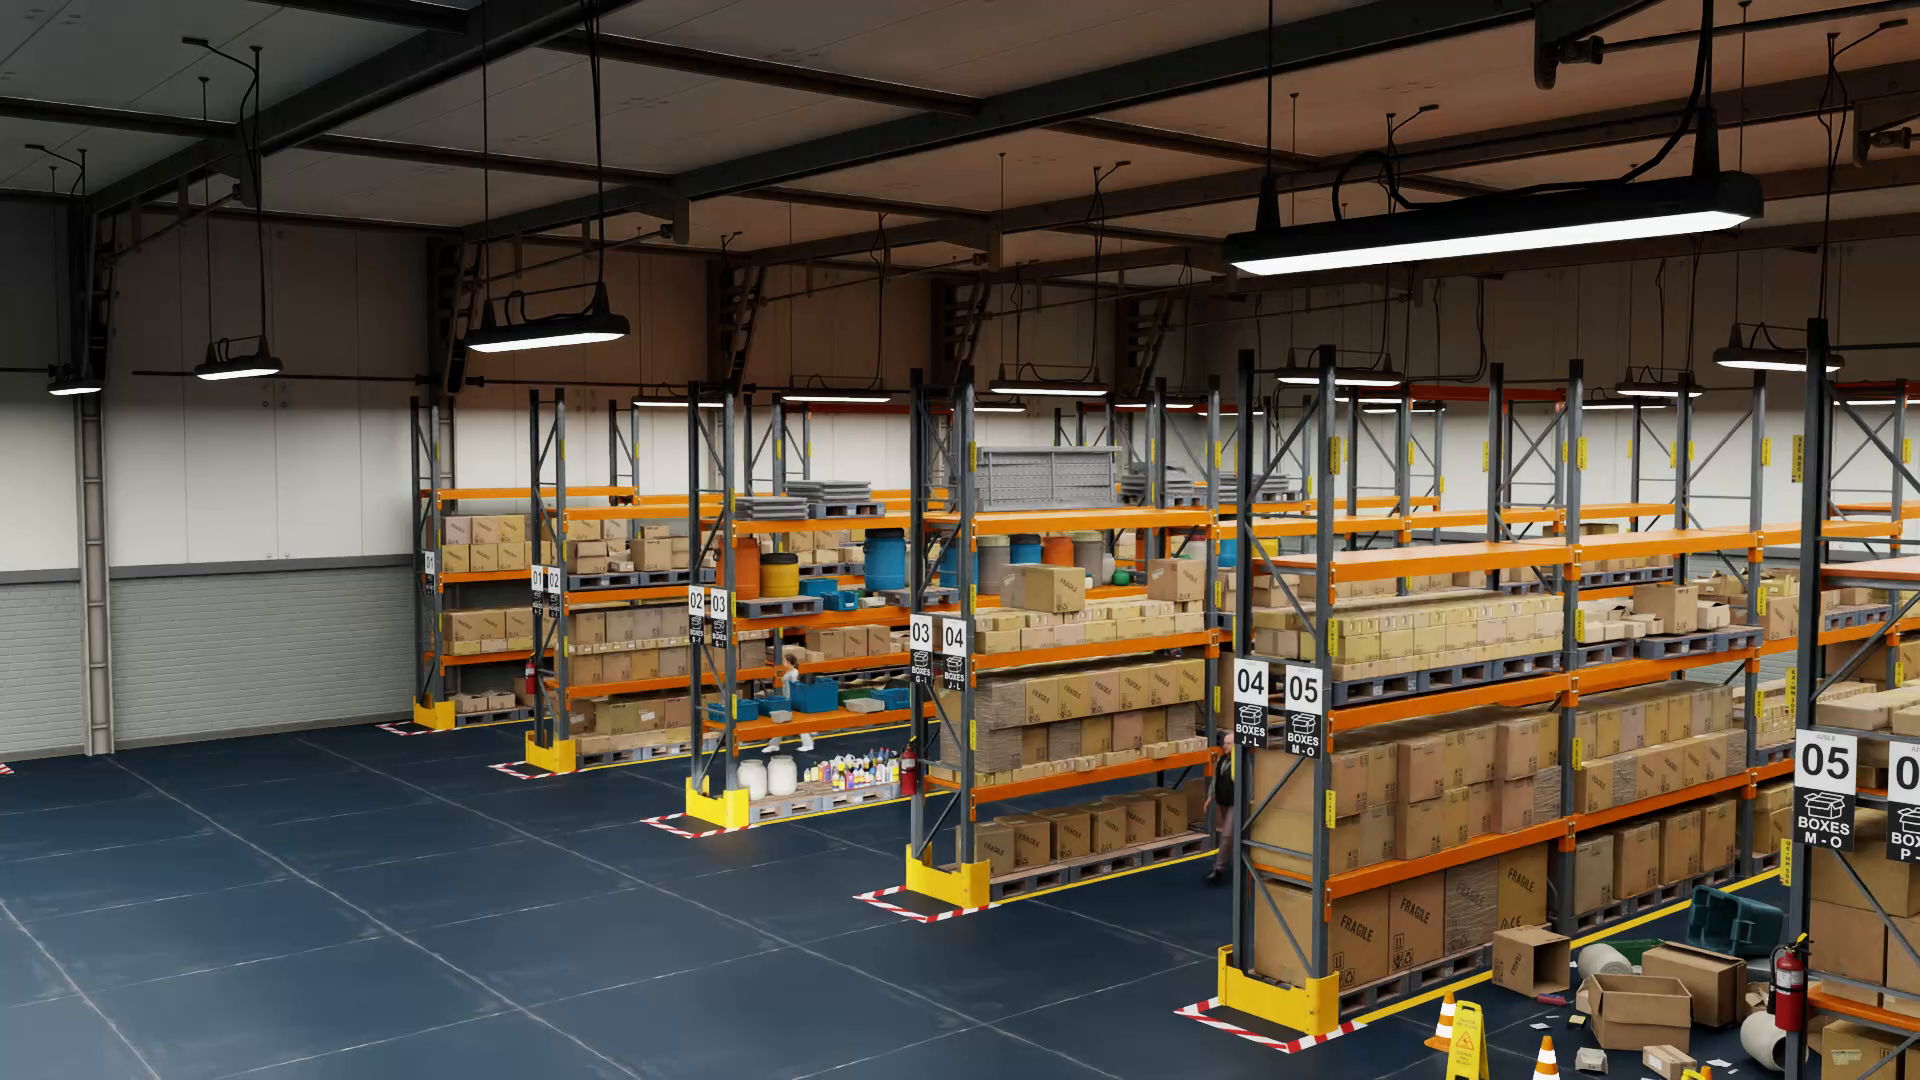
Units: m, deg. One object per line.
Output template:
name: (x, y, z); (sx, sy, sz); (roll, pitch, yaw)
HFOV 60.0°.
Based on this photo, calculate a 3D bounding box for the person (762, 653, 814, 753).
person: (-2.861, 2.697, 27.580); (0.893, 1.637, 0.465); (-2, 4, -25)

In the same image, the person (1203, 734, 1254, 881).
person: (3.142, 3.136, 19.663); (0.966, 1.677, 0.556); (-2, 4, -29)
